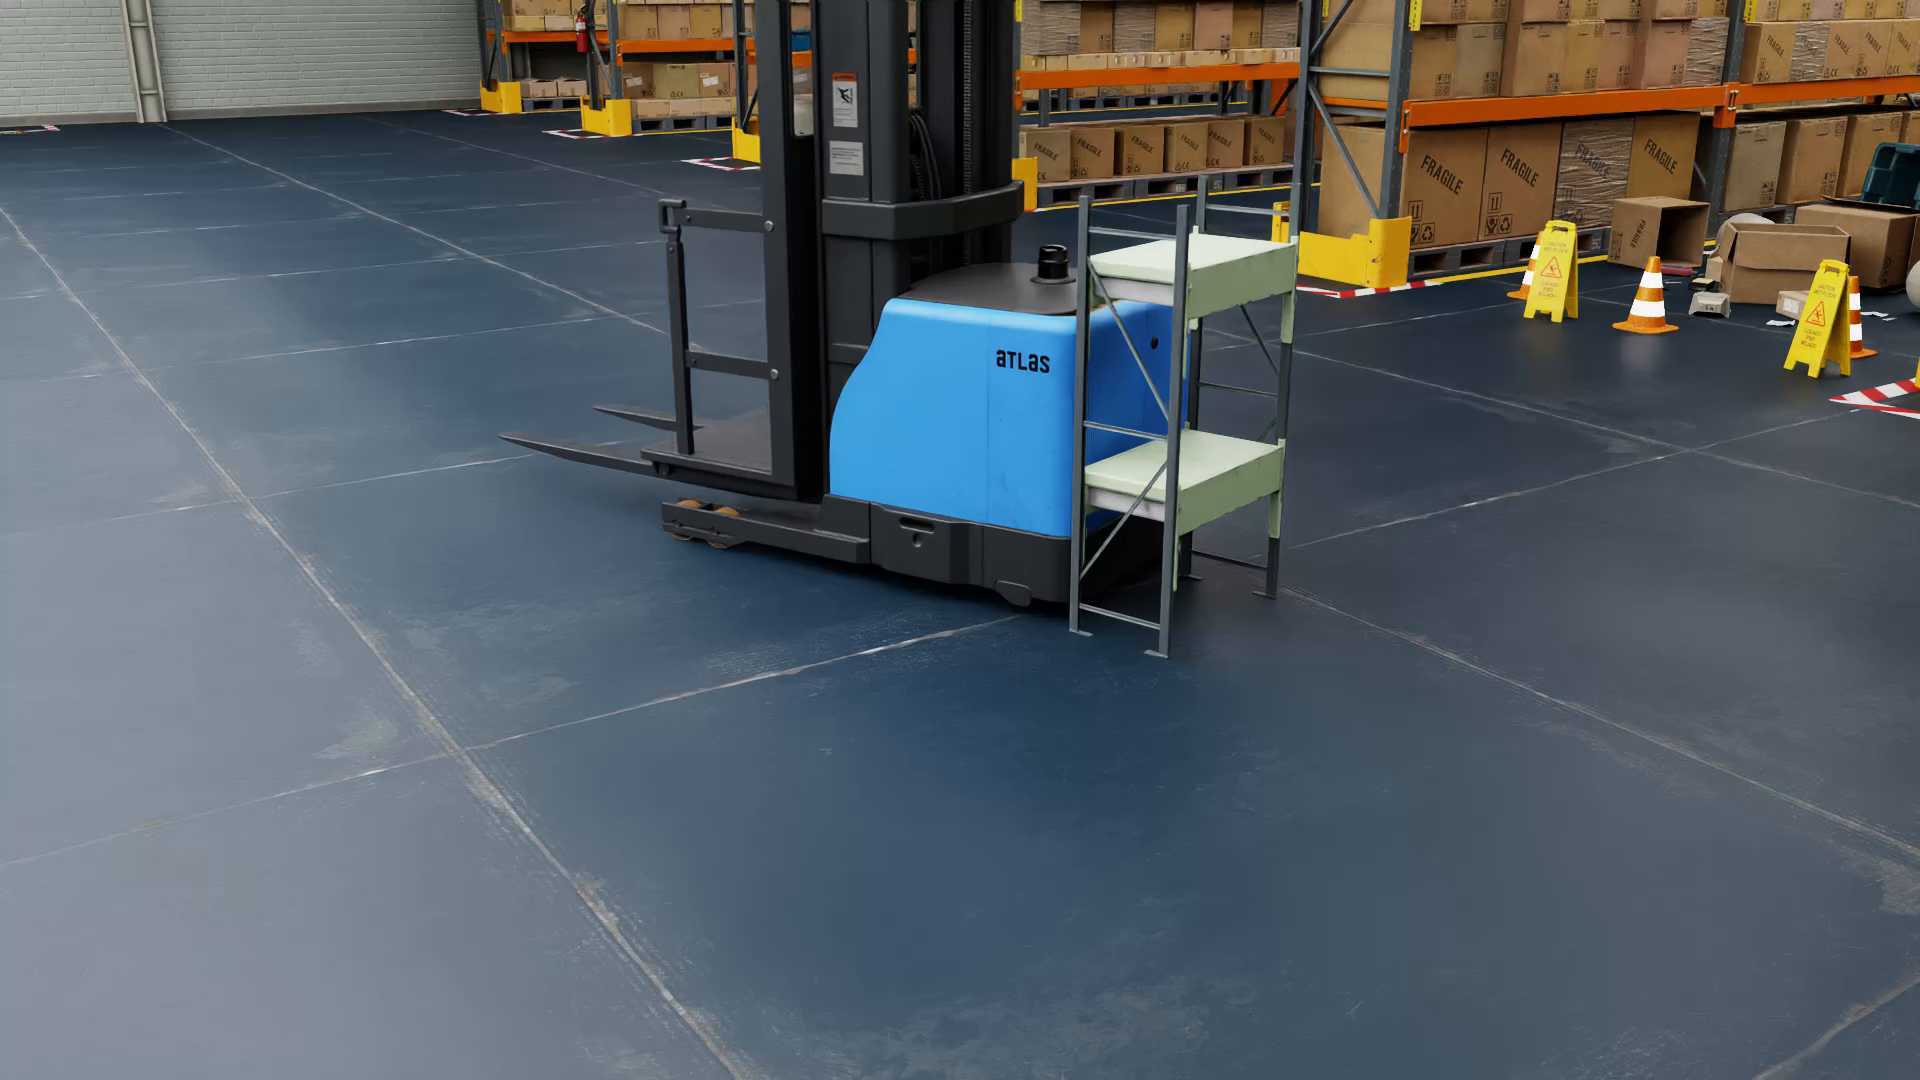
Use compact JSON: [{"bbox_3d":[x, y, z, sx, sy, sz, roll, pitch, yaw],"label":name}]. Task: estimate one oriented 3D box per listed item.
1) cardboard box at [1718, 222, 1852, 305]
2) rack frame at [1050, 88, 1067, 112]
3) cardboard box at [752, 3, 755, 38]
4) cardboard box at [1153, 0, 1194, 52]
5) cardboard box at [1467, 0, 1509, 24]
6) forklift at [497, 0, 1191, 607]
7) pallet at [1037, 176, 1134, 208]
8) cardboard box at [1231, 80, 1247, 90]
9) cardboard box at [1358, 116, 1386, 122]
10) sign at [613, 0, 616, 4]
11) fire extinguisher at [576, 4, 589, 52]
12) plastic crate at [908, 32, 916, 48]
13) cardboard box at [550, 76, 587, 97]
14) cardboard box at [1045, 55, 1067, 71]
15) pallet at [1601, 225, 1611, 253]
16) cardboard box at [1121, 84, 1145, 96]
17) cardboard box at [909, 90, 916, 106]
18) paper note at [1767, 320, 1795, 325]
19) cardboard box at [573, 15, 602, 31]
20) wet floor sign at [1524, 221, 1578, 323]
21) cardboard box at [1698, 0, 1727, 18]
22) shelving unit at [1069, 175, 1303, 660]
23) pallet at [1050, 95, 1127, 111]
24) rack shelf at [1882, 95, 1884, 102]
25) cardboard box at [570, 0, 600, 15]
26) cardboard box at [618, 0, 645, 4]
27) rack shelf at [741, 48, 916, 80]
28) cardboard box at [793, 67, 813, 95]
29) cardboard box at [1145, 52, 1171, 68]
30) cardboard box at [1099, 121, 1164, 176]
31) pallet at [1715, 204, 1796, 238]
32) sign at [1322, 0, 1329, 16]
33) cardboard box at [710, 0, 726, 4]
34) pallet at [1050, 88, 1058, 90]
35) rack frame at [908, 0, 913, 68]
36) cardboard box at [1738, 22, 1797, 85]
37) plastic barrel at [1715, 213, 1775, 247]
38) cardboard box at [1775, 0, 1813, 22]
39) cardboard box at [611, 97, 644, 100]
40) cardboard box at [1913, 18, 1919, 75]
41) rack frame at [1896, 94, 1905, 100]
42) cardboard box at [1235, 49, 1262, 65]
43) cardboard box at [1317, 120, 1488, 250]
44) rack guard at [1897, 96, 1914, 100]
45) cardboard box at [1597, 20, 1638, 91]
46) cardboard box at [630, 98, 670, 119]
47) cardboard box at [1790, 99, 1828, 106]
[{"bbox_3d":[5.779,-1.945,11.711,0.797,0.503,0.637,5,19,16],"label":"cardboard box"},{"bbox_3d":[1.491,-8.851,28.242,0.127,3.000,1.000,-12,22,-31],"label":"rack frame"},{"bbox_3d":[-3.075,-7.932,25.367,0.500,0.500,0.700,-12,22,-31],"label":"cardboard box"},{"bbox_3d":[1.946,-5.351,17.268,0.500,0.500,0.875,-12,22,-31],"label":"cardboard box"},{"bbox_3d":[3.638,-4.206,12.582,0.550,0.550,0.875,-12,22,-31],"label":"cardboard box"},{"bbox_3d":[-0.609,-1.483,6.554,3.031,2.935,1.130,11,22,30],"label":"forklift"},{"bbox_3d":[1.016,-3.617,17.115,1.213,0.211,1.003,-12,22,-31],"label":"pallet"},{"bbox_3d":[5.301,-8.506,30.733,0.500,0.311,0.500,-12,22,-31],"label":"cardboard box"},{"bbox_3d":[4.529,-4.702,19.184,0.500,0.500,0.700,-12,22,-32],"label":"cardboard box"},{"bbox_3d":[-4.890,-7.740,23.480,0.005,0.325,0.100,-12,22,-31],"label":"sign"},{"bbox_3d":[-5.545,-7.509,24.392,0.183,0.674,0.296,-12,22,-31],"label":"fire extinguisher"},{"bbox_3d":[-0.418,-6.557,21.787,0.662,0.188,0.450,-12,22,-31],"label":"plastic crate"},{"bbox_3d":[-6.815,-7.899,28.937,0.500,0.311,0.500,-10,21,-27],"label":"cardboard box"},{"bbox_3d":[0.843,-4.698,16.349,0.250,0.149,0.380,-12,22,-31],"label":"cardboard box"},{"bbox_3d":[5.561,-2.717,14.453,1.213,0.211,1.003,-12,22,-31],"label":"pallet"},{"bbox_3d":[2.884,-8.060,29.117,0.500,0.500,0.500,-12,22,-32],"label":"cardboard box"},{"bbox_3d":[-0.949,-7.137,26.810,0.500,0.250,0.500,-11,22,-30],"label":"cardboard box"},{"bbox_3d":[5.400,-1.433,10.936,0.148,0.019,0.142,13,23,34],"label":"paper note"},{"bbox_3d":[-6.481,-8.889,28.557,0.500,0.250,0.500,-12,22,-32],"label":"cardboard box"},{"bbox_3d":[3.963,-1.797,11.052,0.232,0.644,0.267,-17,25,-41],"label":"wet floor sign"},{"bbox_3d":[5.912,-4.678,13.979,0.550,0.550,0.875,-12,22,-31],"label":"cardboard box"},{"bbox_3d":[0.772,-0.444,5.715,0.431,1.500,0.755,14,23,36],"label":"shelving unit"},{"bbox_3d":[2.135,-7.651,29.047,1.213,0.211,1.003,-12,22,-31],"label":"pallet"},{"bbox_3d":[11.250,-4.868,17.582,4.000,0.370,1.077,-12,22,-31],"label":"rack shelf"},{"bbox_3d":[-6.501,-9.237,28.416,0.500,0.500,0.500,-13,22,-33],"label":"cardboard box"},{"bbox_3d":[-4.744,-7.808,23.988,0.250,0.149,0.380,-12,22,-32],"label":"cardboard box"},{"bbox_3d":[-0.799,-6.128,21.310,4.000,0.370,1.077,-12,22,-31],"label":"rack shelf"},{"bbox_3d":[-2.541,-7.173,25.745,0.500,0.500,0.500,-12,22,-31],"label":"cardboard box"},{"bbox_3d":[1.930,-4.897,16.939,0.250,0.149,0.380,-12,22,-31],"label":"cardboard box"},{"bbox_3d":[1.799,-4.131,17.529,0.500,0.500,0.500,-10,21,-26],"label":"cardboard box"},{"bbox_3d":[6.842,-2.987,15.249,1.213,0.211,1.003,-12,22,-31],"label":"pallet"},{"bbox_3d":[3.900,-5.762,17.754,0.005,0.325,0.100,-12,22,-31],"label":"sign"},{"bbox_3d":[-3.670,-8.035,24.660,0.250,0.149,0.380,-12,22,-32],"label":"cardboard box"},{"bbox_3d":[1.501,-9.403,34.228,1.213,0.211,1.003,-12,22,-31],"label":"pallet"},{"bbox_3d":[-1.237,-10.175,32.159,0.127,3.000,1.000,-12,22,-31],"label":"rack frame"},{"bbox_3d":[6.826,-4.219,14.386,0.500,0.500,0.500,-12,22,-31],"label":"cardboard box"},{"bbox_3d":[6.135,-2.321,12.949,0.421,0.421,0.512,2,19,6],"label":"plastic barrel"},{"bbox_3d":[7.079,-4.853,14.698,0.500,0.500,0.700,-12,22,-32],"label":"cardboard box"},{"bbox_3d":[-4.905,-6.512,24.960,0.500,0.250,0.500,-12,22,-31],"label":"cardboard box"},{"bbox_3d":[8.934,-4.665,15.703,0.500,0.500,0.500,-12,22,-31],"label":"cardboard box"},{"bbox_3d":[13.617,-7.610,24.570,0.127,3.000,1.000,-12,22,-31],"label":"rack frame"},{"bbox_3d":[2.974,-5.117,17.590,0.250,0.149,0.380,-12,22,-31],"label":"cardboard box"},{"bbox_3d":[3.428,-2.776,12.936,0.875,0.875,0.875,-12,22,-31],"label":"cardboard box"},{"bbox_3d":[13.637,-6.430,24.983,0.348,0.500,1.175,-12,22,-31],"label":"rack guard"},{"bbox_3d":[4.975,-3.988,13.623,0.550,0.550,0.875,-12,22,-31],"label":"cardboard box"},{"bbox_3d":[-4.620,-6.373,24.550,0.500,0.250,0.500,-12,22,-31],"label":"cardboard box"},{"bbox_3d":[11.624,-6.351,23.509,0.875,0.875,0.875,-12,22,-31],"label":"cardboard box"}]
